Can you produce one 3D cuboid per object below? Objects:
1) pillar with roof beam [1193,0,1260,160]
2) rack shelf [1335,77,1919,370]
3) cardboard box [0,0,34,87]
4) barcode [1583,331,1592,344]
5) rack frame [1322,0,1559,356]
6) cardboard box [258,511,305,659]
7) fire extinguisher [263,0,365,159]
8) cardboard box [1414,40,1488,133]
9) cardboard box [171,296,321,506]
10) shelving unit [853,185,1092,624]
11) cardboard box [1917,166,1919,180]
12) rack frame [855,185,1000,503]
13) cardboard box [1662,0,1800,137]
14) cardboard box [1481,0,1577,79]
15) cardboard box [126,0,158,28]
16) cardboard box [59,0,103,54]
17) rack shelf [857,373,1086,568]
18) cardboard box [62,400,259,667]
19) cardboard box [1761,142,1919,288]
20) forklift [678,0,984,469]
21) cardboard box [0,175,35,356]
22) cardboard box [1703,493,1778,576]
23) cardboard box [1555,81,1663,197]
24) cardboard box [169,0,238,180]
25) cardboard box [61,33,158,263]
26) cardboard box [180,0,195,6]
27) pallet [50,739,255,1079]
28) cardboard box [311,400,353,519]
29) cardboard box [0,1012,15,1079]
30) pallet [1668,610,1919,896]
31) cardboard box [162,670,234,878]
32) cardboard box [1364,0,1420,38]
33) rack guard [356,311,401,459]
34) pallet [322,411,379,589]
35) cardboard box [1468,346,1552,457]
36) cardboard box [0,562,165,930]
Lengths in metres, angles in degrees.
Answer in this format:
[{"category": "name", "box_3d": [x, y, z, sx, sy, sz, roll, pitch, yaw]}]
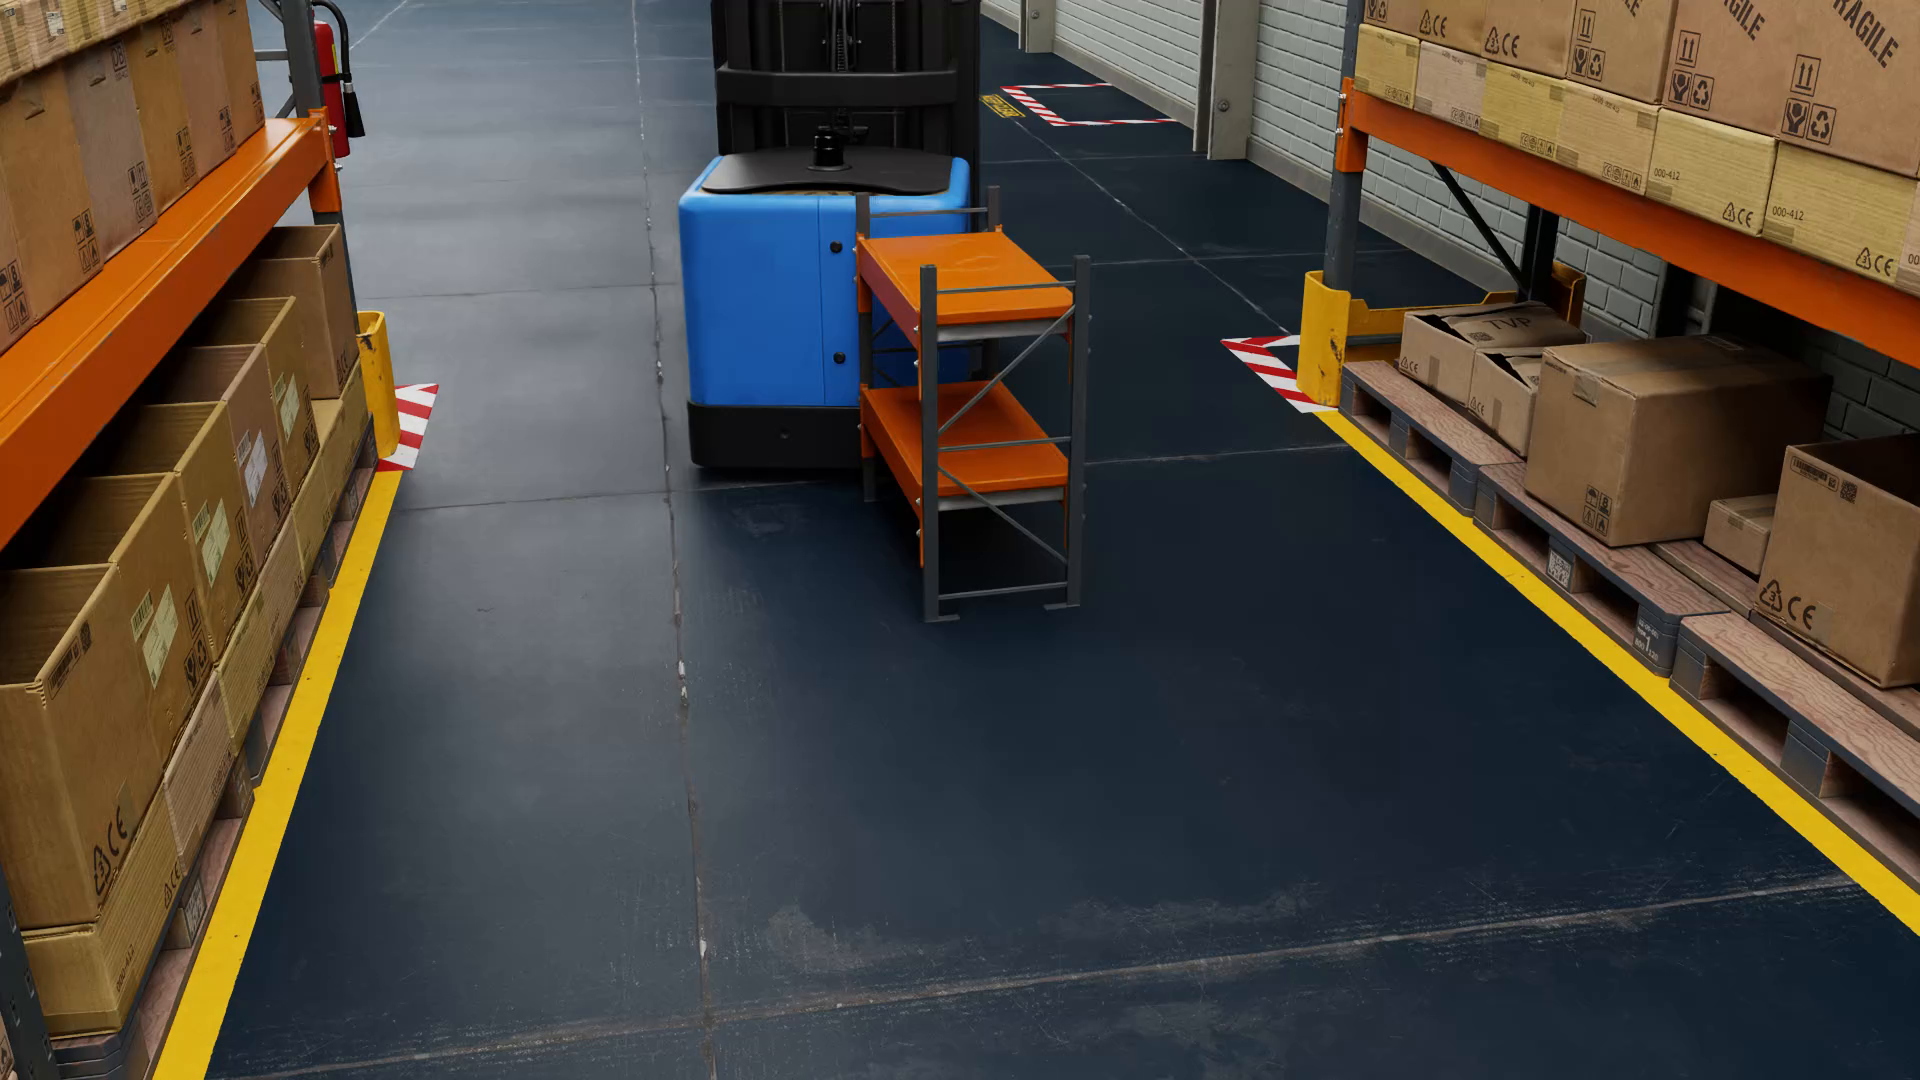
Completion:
[{"category": "pillar with roof beam", "box_3d": [-2.305, -6.654, 9.741, 9.100, 9.000, 0.400, -4, 24, -10]}, {"category": "rack shelf", "box_3d": [2.426, -0.958, 5.094, 1.077, 0.370, 4.000, -4, 24, -10]}, {"category": "cardboard box", "box_3d": [-2.121, -0.998, 3.351, 0.380, 0.149, 0.250, -5, 24, -12]}, {"category": "barcode", "box_3d": [2.492, -0.792, 6.613, 0.001, 0.075, 0.075, -4, 24, -10]}, {"category": "rack frame", "box_3d": [2.056, -2.074, 6.752, 1.000, 3.000, 0.127, -4, 24, -10]}, {"category": "cardboard box", "box_3d": [-2.133, 0.140, 4.593, 0.500, 0.250, 0.500, -4, 24, -10]}, {"category": "fire extinguisher", "box_3d": [-2.377, -1.752, 6.109, 0.296, 0.674, 0.183, -4, 24, -10]}, {"category": "cardboard box", "box_3d": [1.944, -1.596, 5.819, 0.500, 0.250, 0.500, -5, 24, -11]}, {"category": "cardboard box", "box_3d": [-2.221, -0.401, 4.894, 0.500, 0.500, 0.500, -4, 24, -10]}, {"category": "shelving unit", "box_3d": [0.012, -0.482, 5.449, 0.538, 1.125, 1.048, -6, 24, -13]}, {"category": "cardboard box", "box_3d": [2.404, -0.948, 3.398, 0.500, 0.500, 0.500, -4, 24, -10]}, {"category": "rack frame", "box_3d": [-0.109, -0.680, 5.902, 0.500, 1.125, 0.032, -6, 24, -13]}, {"category": "cardboard box", "box_3d": [2.224, -1.343, 4.302, 0.500, 0.500, 0.500, -5, 24, -11]}, {"category": "cardboard box", "box_3d": [2.020, -1.750, 5.233, 0.500, 0.500, 0.500, -5, 24, -11]}, {"category": "cardboard box", "box_3d": [-2.313, -1.404, 4.281, 0.380, 0.149, 0.250, -4, 24, -8]}, {"category": "cardboard box", "box_3d": [-2.221, -1.205, 3.826, 0.380, 0.149, 0.250, -4, 24, -10]}, {"category": "rack shelf", "box_3d": [0.012, -0.258, 5.547, 0.538, 0.278, 1.000, -6, 24, -13]}, {"category": "cardboard box", "box_3d": [-2.035, -0.008, 3.994, 0.500, 0.500, 0.500, -4, 24, -10]}, {"category": "cardboard box", "box_3d": [2.326, -0.802, 4.001, 0.500, 0.250, 0.500, -4, 24, -10]}, {"category": "forklift", "box_3d": [-0.455, -2.148, 7.005, 1.130, 2.935, 3.031, 1, 24, 1]}, {"category": "cardboard box", "box_3d": [-2.264, -0.560, 3.159, 0.700, 0.500, 0.500, -5, 24, -10]}, {"category": "cardboard box", "box_3d": [2.520, -0.027, 5.076, 0.380, 0.149, 0.250, -6, 24, -14]}, {"category": "cardboard box", "box_3d": [2.124, -1.196, 4.904, 0.500, 0.250, 0.500, -4, 24, -9]}, {"category": "cardboard box", "box_3d": [-2.636, -1.361, 4.994, 0.700, 0.500, 0.500, -4, 24, -8]}, {"category": "cardboard box", "box_3d": [-2.449, -0.959, 4.072, 0.700, 0.500, 0.500, -4, 24, -8]}, {"category": "cardboard box", "box_3d": [-2.412, -1.611, 4.754, 0.380, 0.149, 0.250, -4, 24, -9]}, {"category": "pallet", "box_3d": [-2.178, 0.829, 3.588, 1.003, 0.211, 1.213, -4, 24, -10]}, {"category": "cardboard box", "box_3d": [-2.318, -0.254, 5.494, 0.500, 0.250, 0.500, -4, 24, -10]}, {"category": "cardboard box", "box_3d": [-1.715, 0.816, 2.344, 0.500, 0.311, 0.500, -4, 24, -10]}, {"category": "pallet", "box_3d": [2.637, 0.515, 4.306, 1.003, 0.211, 1.213, -4, 24, -10]}, {"category": "cardboard box", "box_3d": [-1.947, 0.533, 3.693, 0.500, 0.250, 0.500, -4, 24, -10]}, {"category": "cardboard box", "box_3d": [1.849, -2.148, 6.147, 0.500, 0.500, 0.500, -4, 24, -10]}, {"category": "rack guard", "box_3d": [-2.816, -0.570, 6.431, 1.175, 0.500, 0.348, -4, 24, -10]}, {"category": "pallet", "box_3d": [-2.629, -0.131, 5.785, 1.003, 0.211, 1.213, -4, 24, -10]}, {"category": "cardboard box", "box_3d": [2.201, -0.541, 6.050, 0.500, 0.311, 0.500, -2, 24, -5]}, {"category": "cardboard box", "box_3d": [-1.850, 0.386, 3.093, 0.500, 0.500, 0.500, -4, 24, -10]}]
